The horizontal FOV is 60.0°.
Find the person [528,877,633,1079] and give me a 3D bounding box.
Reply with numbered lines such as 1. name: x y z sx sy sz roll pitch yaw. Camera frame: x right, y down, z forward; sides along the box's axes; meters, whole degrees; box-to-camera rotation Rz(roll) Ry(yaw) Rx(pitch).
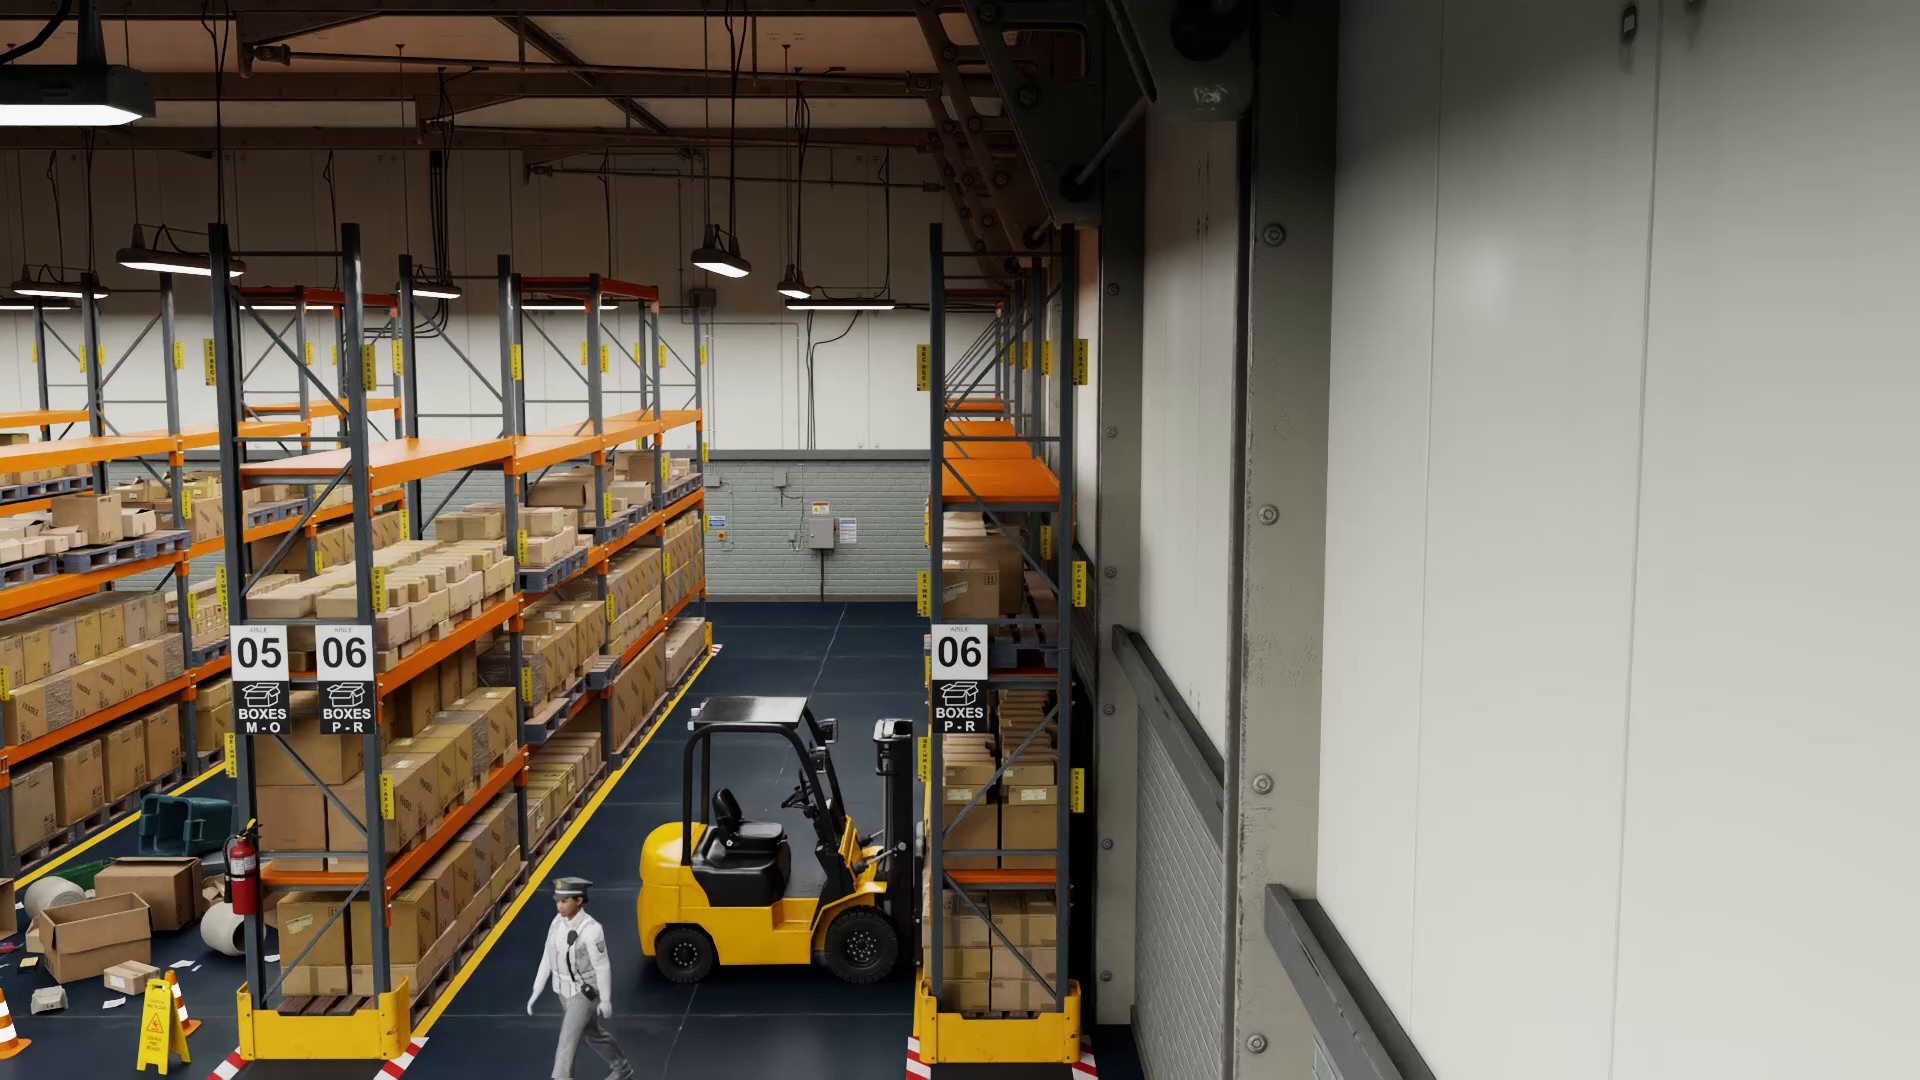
1. person: -2.617 3.045 11.165 1.064 1.607 0.520 -6 9 -44
